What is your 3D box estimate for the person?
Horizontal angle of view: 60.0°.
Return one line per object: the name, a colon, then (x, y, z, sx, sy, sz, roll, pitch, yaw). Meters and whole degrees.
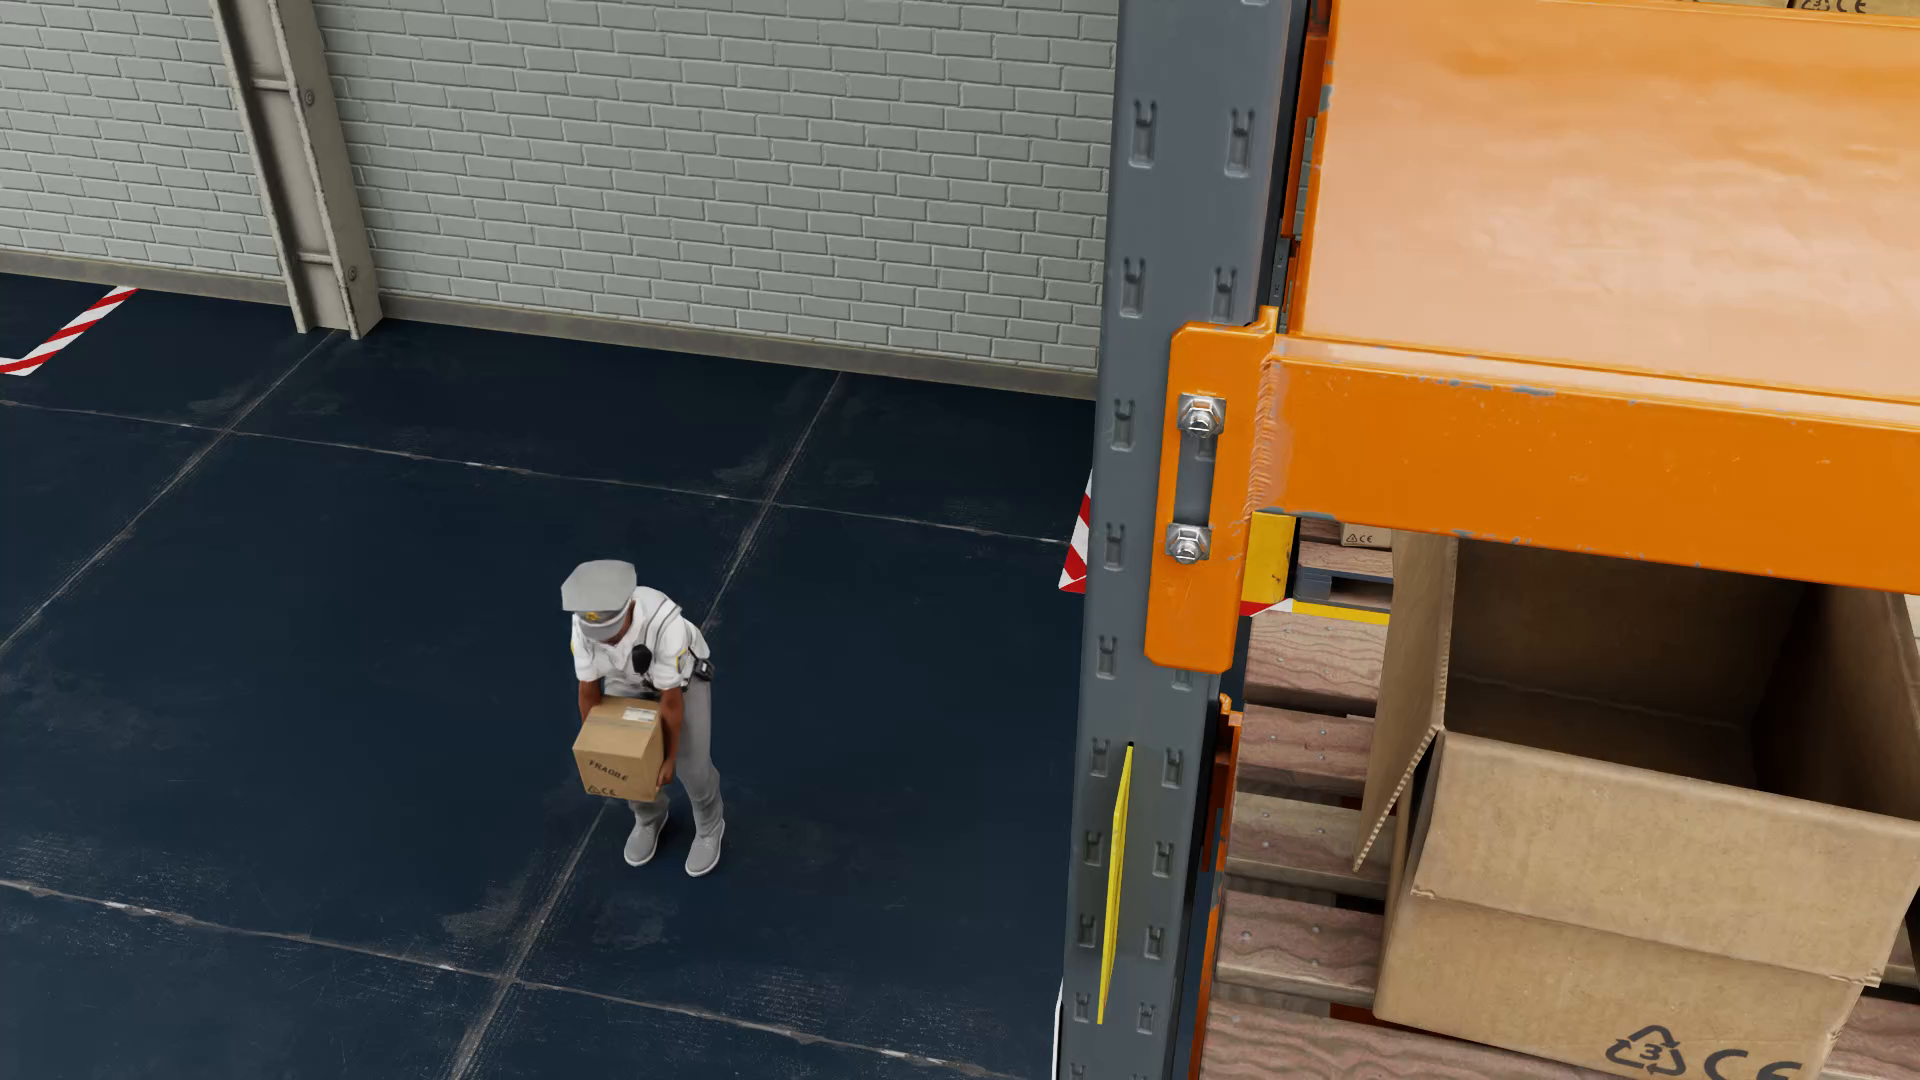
person: (-1.116, 0.626, 5.907, 0.412, 1.558, 0.648, 7, 37, 9)
